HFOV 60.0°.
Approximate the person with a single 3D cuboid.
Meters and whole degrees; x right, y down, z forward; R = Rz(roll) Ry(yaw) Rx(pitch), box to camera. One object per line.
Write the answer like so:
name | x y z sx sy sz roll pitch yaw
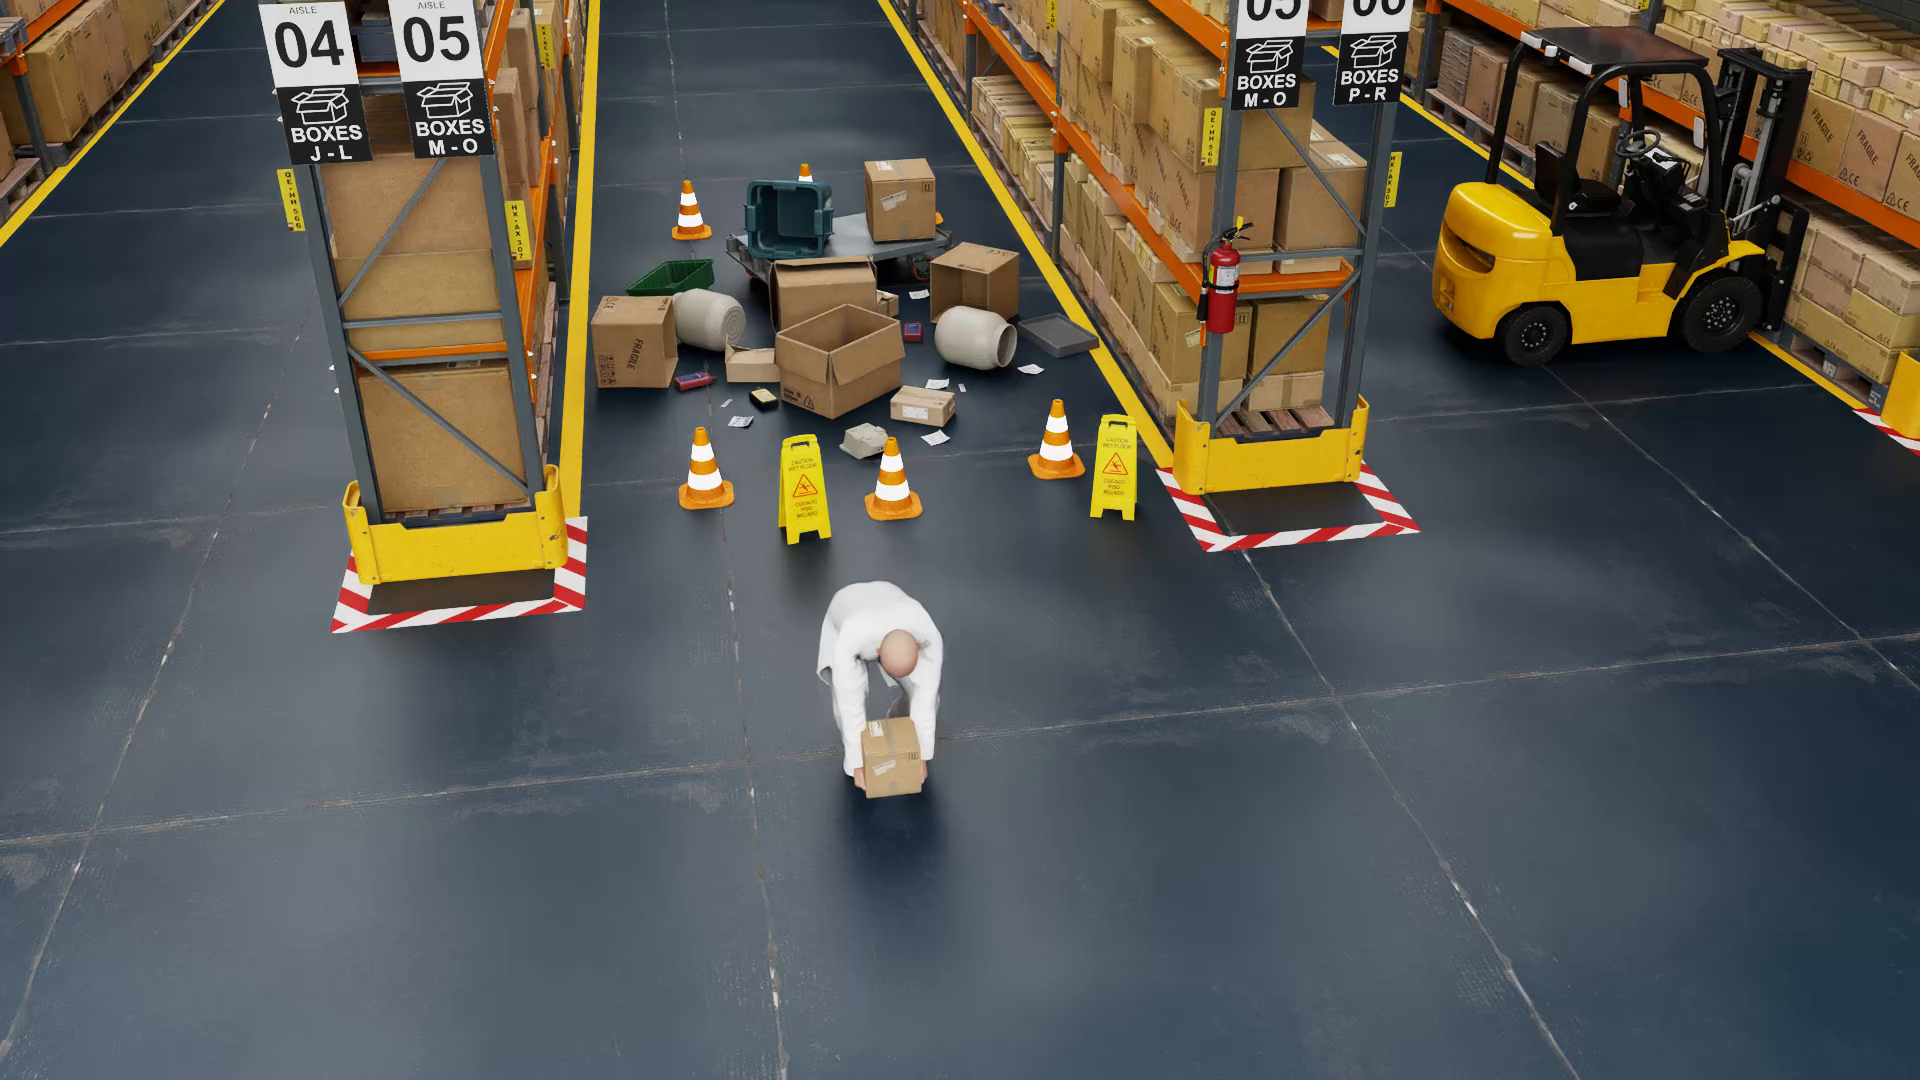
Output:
person | -0.365 0.679 7.791 0.589 0.975 0.922 -6 31 -11
